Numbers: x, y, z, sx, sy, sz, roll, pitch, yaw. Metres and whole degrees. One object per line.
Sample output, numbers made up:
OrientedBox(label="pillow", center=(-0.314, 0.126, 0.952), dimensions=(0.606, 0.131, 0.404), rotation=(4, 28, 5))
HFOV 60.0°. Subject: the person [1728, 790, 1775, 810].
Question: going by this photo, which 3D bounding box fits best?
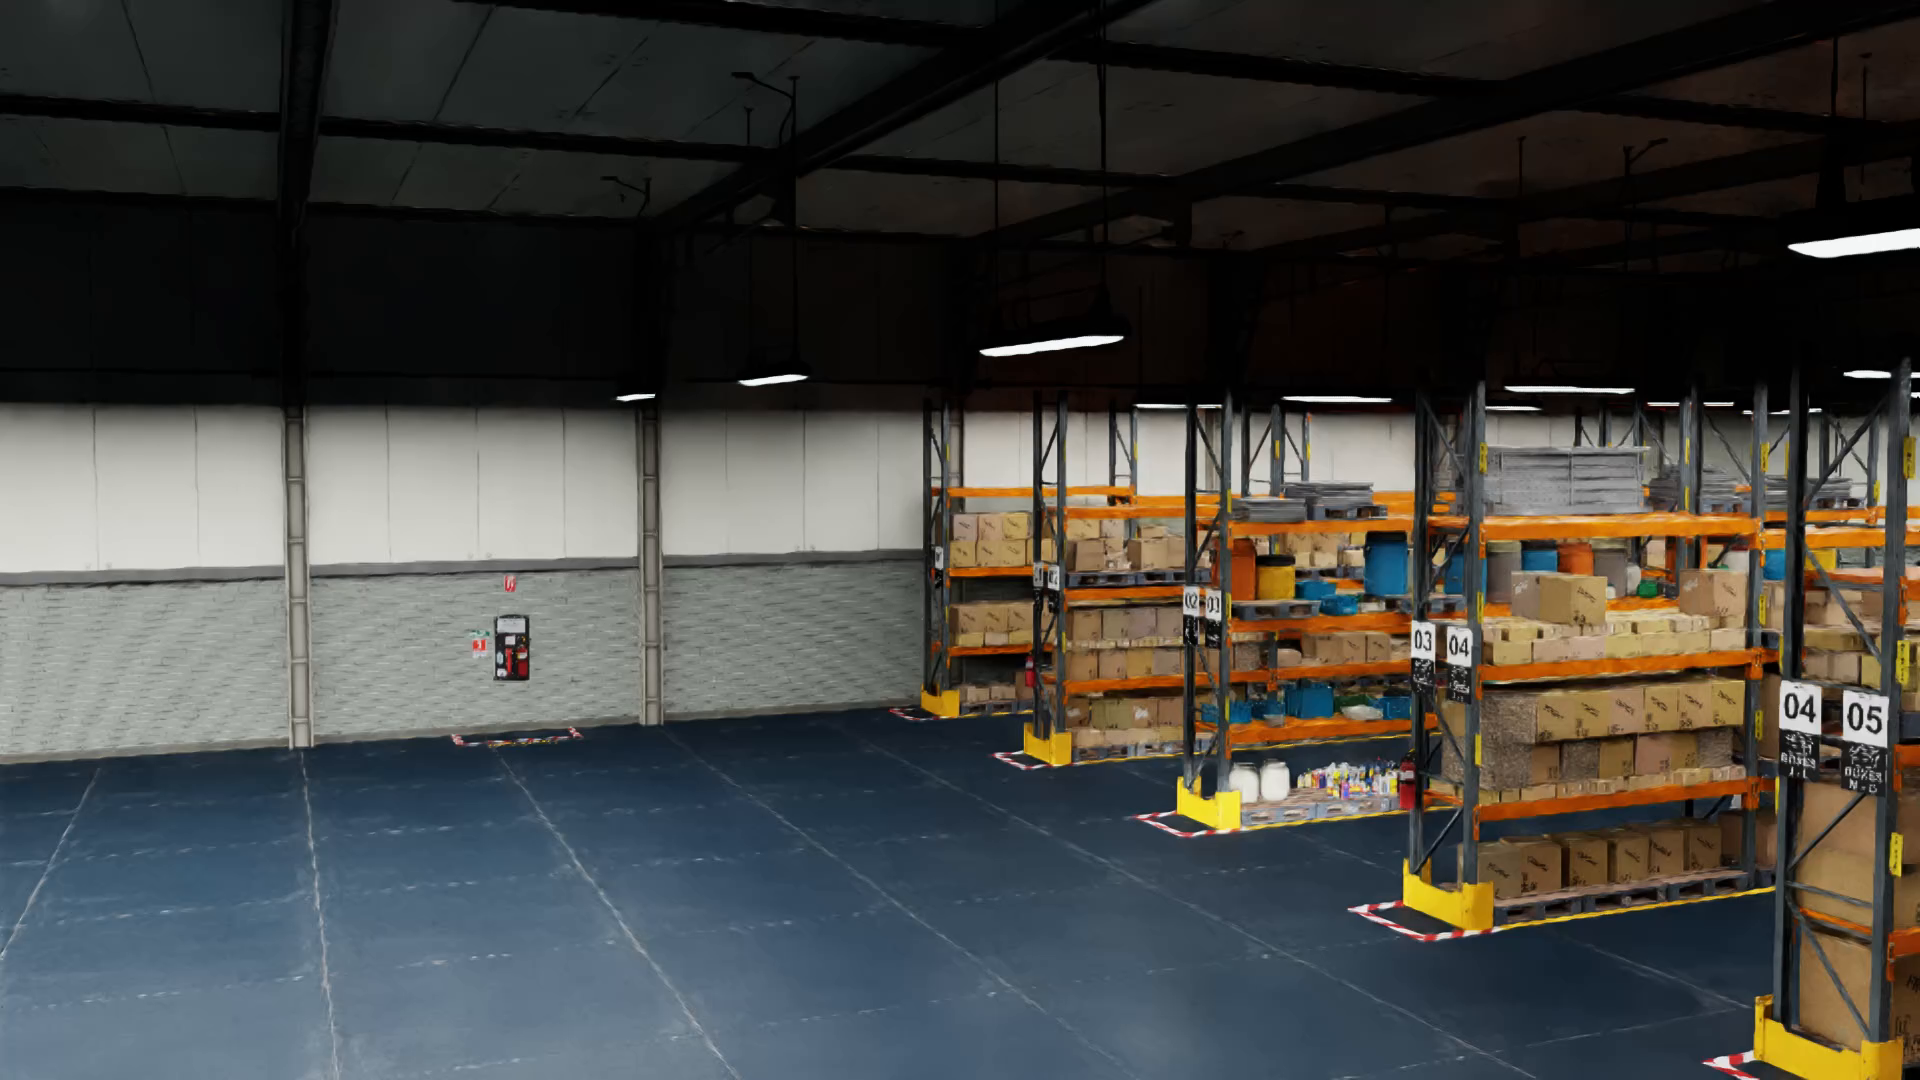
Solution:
OrientedBox(label="person", center=(10.394, 3.005, 21.763), dimensions=(1.038, 1.726, 0.534), rotation=(-1, 3, -13))
